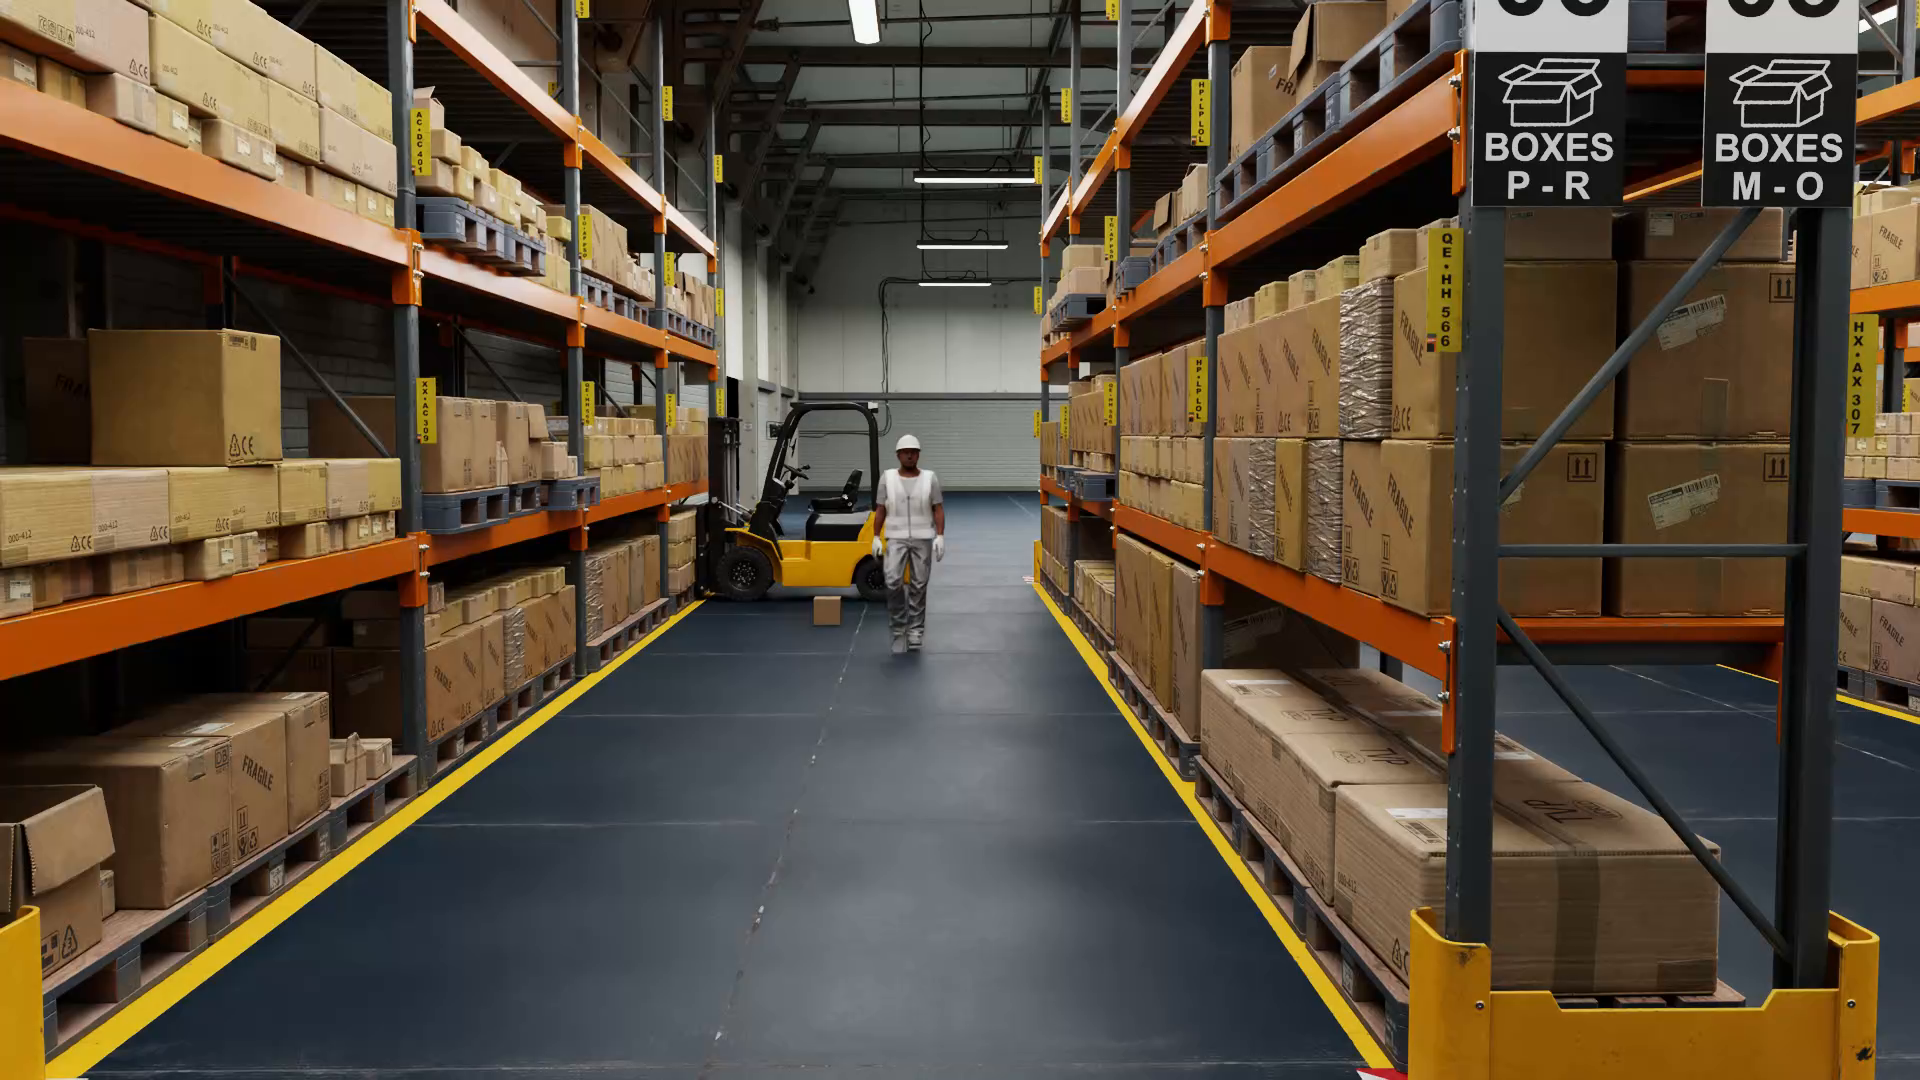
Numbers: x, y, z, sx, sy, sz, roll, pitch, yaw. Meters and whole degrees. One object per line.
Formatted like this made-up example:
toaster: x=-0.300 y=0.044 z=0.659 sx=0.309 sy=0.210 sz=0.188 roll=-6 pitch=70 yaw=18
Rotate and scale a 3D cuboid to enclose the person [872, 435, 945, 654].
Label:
person: x=-0.430 y=0.046 z=13.902 sx=0.604 sy=1.843 sz=0.474 roll=0 pitch=4 yaw=-6
